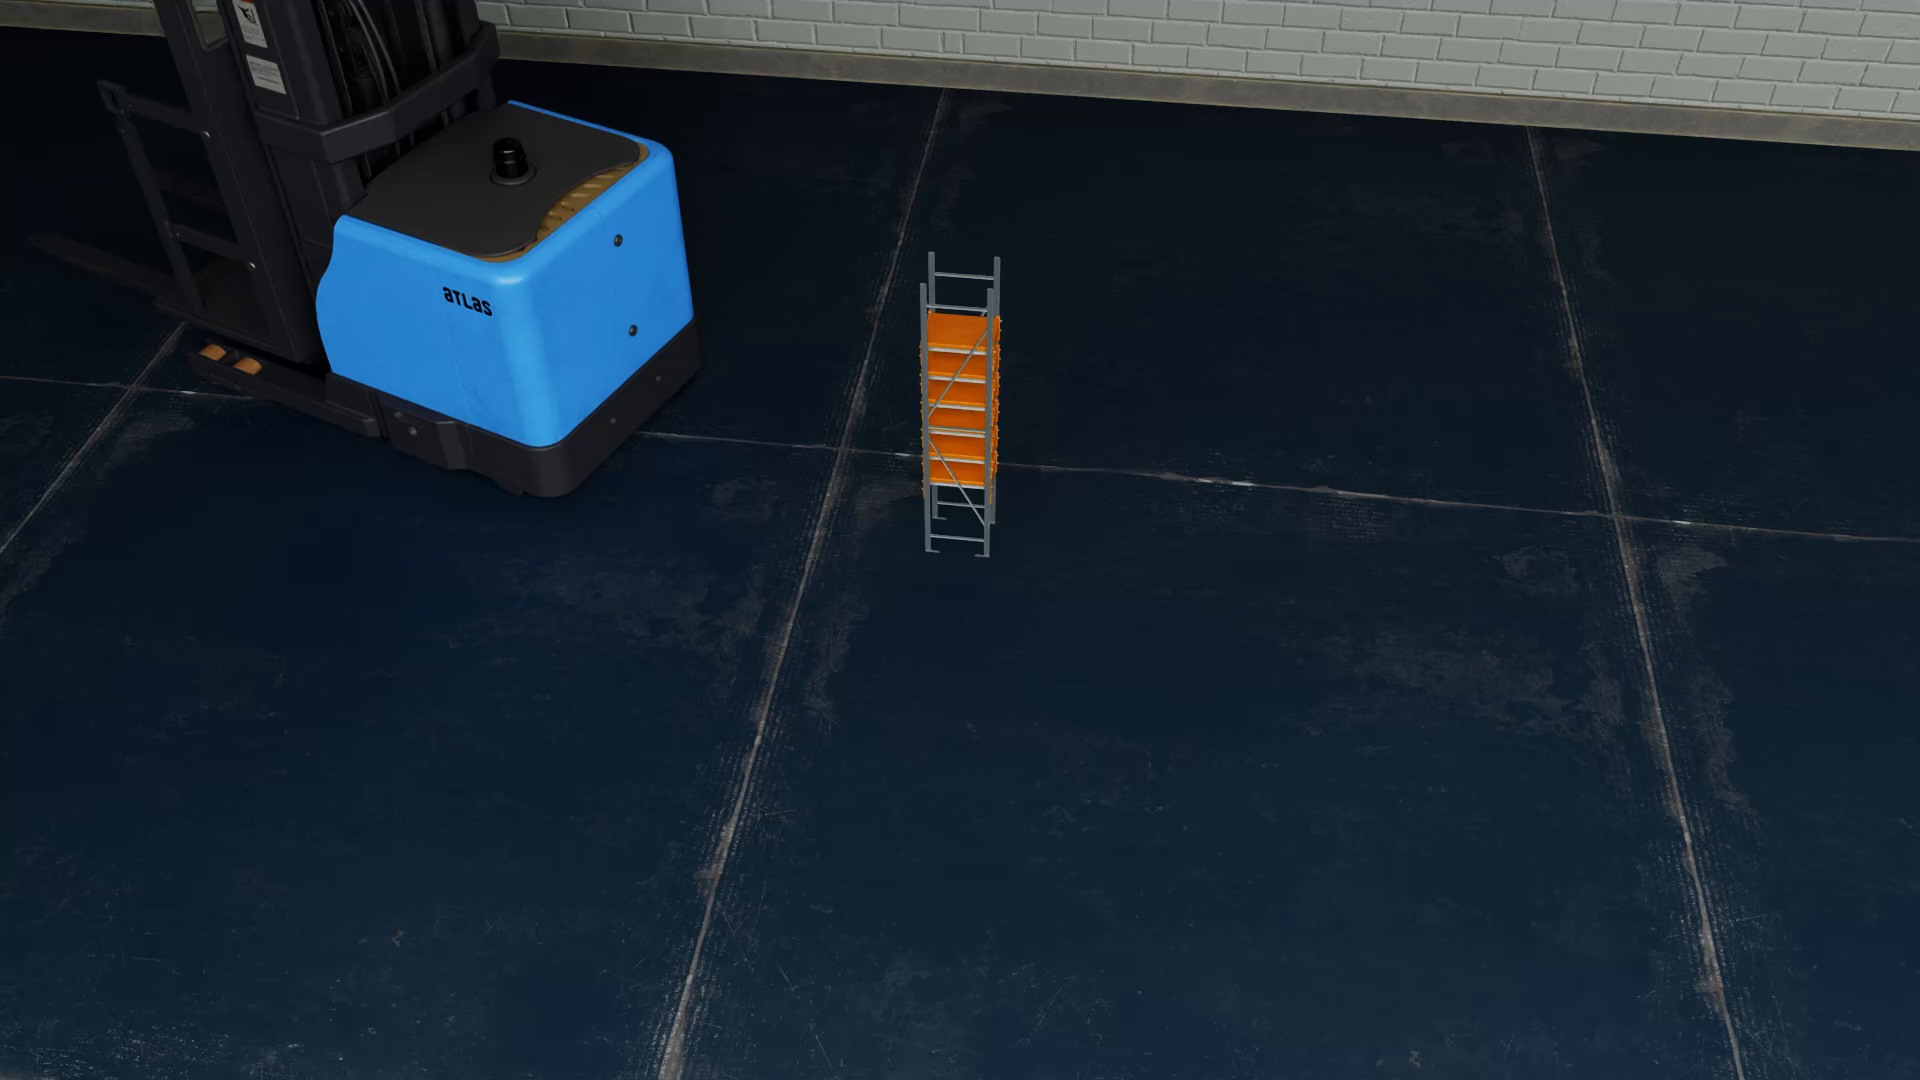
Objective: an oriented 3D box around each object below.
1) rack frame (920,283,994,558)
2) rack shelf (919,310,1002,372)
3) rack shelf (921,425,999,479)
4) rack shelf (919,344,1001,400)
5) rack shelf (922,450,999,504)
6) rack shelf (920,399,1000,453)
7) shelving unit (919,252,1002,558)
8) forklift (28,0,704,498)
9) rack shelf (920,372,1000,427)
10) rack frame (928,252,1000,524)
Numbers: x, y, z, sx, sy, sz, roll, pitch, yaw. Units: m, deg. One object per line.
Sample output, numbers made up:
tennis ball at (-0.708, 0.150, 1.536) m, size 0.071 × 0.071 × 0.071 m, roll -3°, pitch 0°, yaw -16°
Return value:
rack frame at (-0.010, -0.383, 5.782) m, size 0.240 × 1.200 × 0.006 m, roll 5°, pitch 44°, yaw 6°
rack shelf at (0.002, -0.675, 5.631) m, size 0.258 × 0.103 × 0.180 m, roll 5°, pitch 44°, yaw 6°
rack shelf at (0.002, -0.326, 5.961) m, size 0.258 × 0.103 × 0.180 m, roll 5°, pitch 44°, yaw 6°
rack shelf at (0.002, -0.588, 5.713) m, size 0.258 × 0.103 × 0.180 m, roll 5°, pitch 44°, yaw 6°
rack shelf at (0.002, -0.239, 6.043) m, size 0.258 × 0.103 × 0.180 m, roll 5°, pitch 44°, yaw 6°
rack shelf at (0.002, -0.413, 5.878) m, size 0.258 × 0.103 × 0.180 m, roll 5°, pitch 44°, yaw 6°
shelving unit at (0.002, -0.446, 5.848) m, size 0.258 × 1.200 × 0.189 m, roll 5°, pitch 44°, yaw 6°
forklift at (-2.614, -1.949, 6.177) m, size 3.031 × 2.935 × 1.130 m, roll 20°, pitch 47°, yaw 20°
rack shelf at (0.002, -0.500, 5.796) m, size 0.258 × 0.103 × 0.180 m, roll 5°, pitch 44°, yaw 6°
rack frame at (0.014, -0.508, 5.914) m, size 0.240 × 1.200 × 0.006 m, roll 5°, pitch 44°, yaw 6°
